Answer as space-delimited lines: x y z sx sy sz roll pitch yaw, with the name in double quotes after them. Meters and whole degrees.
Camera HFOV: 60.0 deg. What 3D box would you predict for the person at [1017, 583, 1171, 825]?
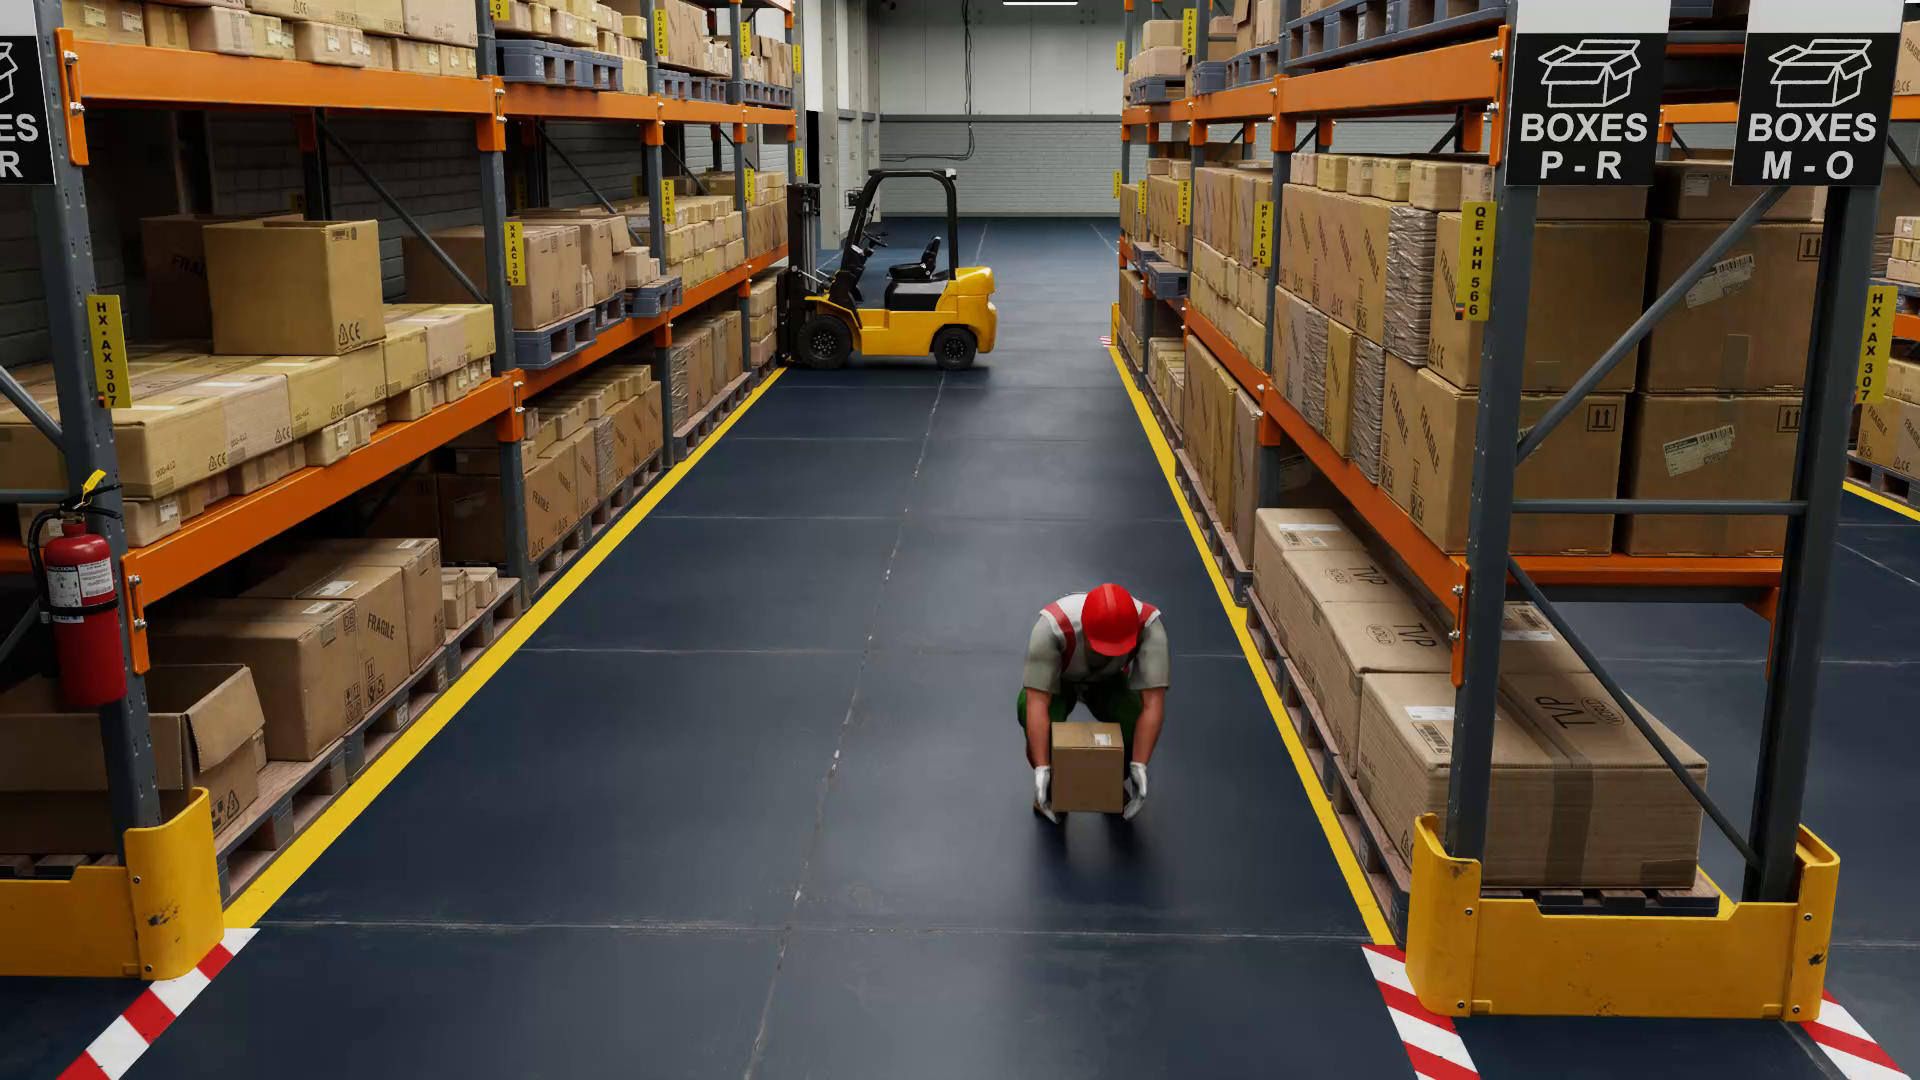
0.501 0.572 6.288 0.567 0.998 0.884 0 14 1 "person"
